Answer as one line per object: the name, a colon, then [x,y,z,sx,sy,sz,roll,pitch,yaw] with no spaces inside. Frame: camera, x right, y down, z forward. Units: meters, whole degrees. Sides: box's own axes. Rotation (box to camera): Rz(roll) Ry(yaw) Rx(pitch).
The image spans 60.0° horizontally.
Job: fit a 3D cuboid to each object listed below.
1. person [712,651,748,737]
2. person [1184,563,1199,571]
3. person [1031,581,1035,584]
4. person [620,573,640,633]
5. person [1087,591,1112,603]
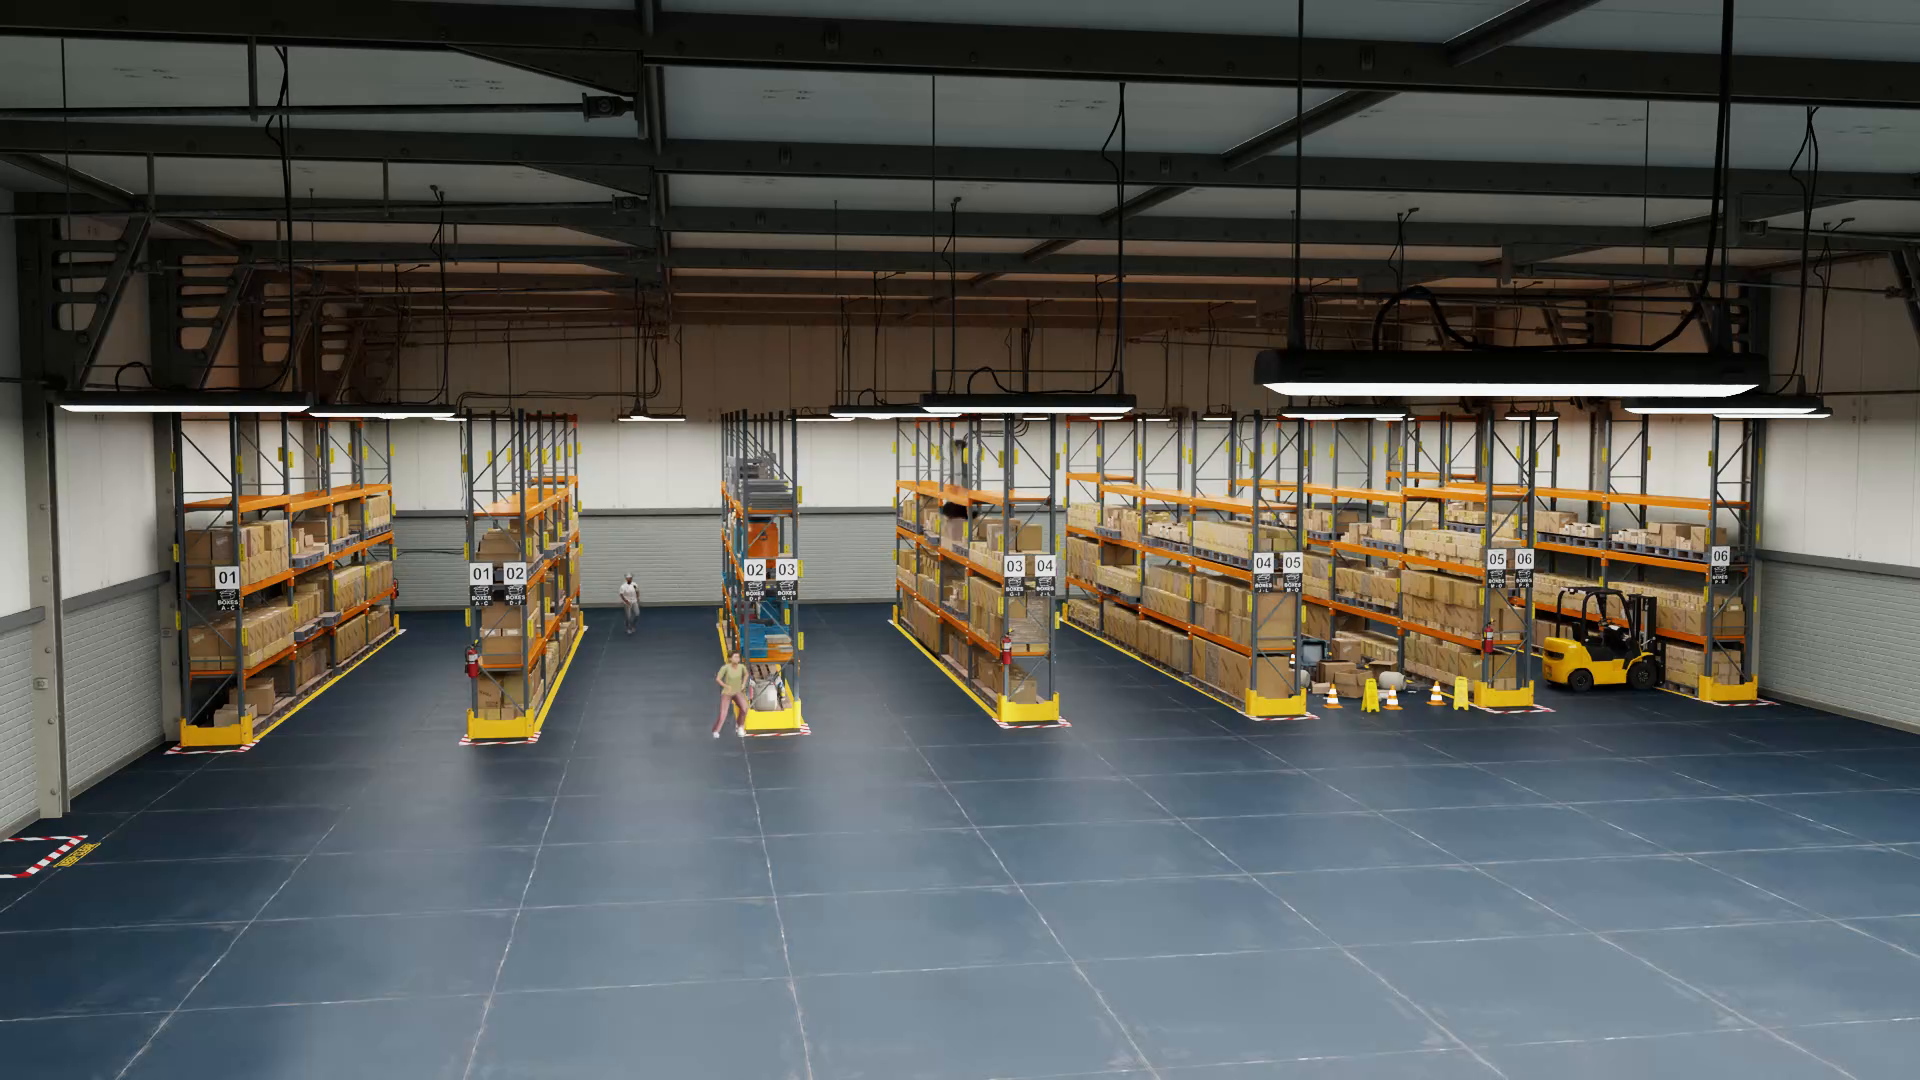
person: [-4.143,2.804,30.403,0.689,1.583,0.655,-3,5,-33]
person: [6.965,1.329,50.551,0.918,1.761,0.712,-1,4,-21]
person: [2.024,1.555,47.592,0.715,1.721,0.597,0,4,0]
person: [-8.974,1.726,45.354,0.591,1.662,0.598,-2,4,-28]
person: [4.232,1.347,50.726,0.944,1.784,0.679,-3,5,-37]
